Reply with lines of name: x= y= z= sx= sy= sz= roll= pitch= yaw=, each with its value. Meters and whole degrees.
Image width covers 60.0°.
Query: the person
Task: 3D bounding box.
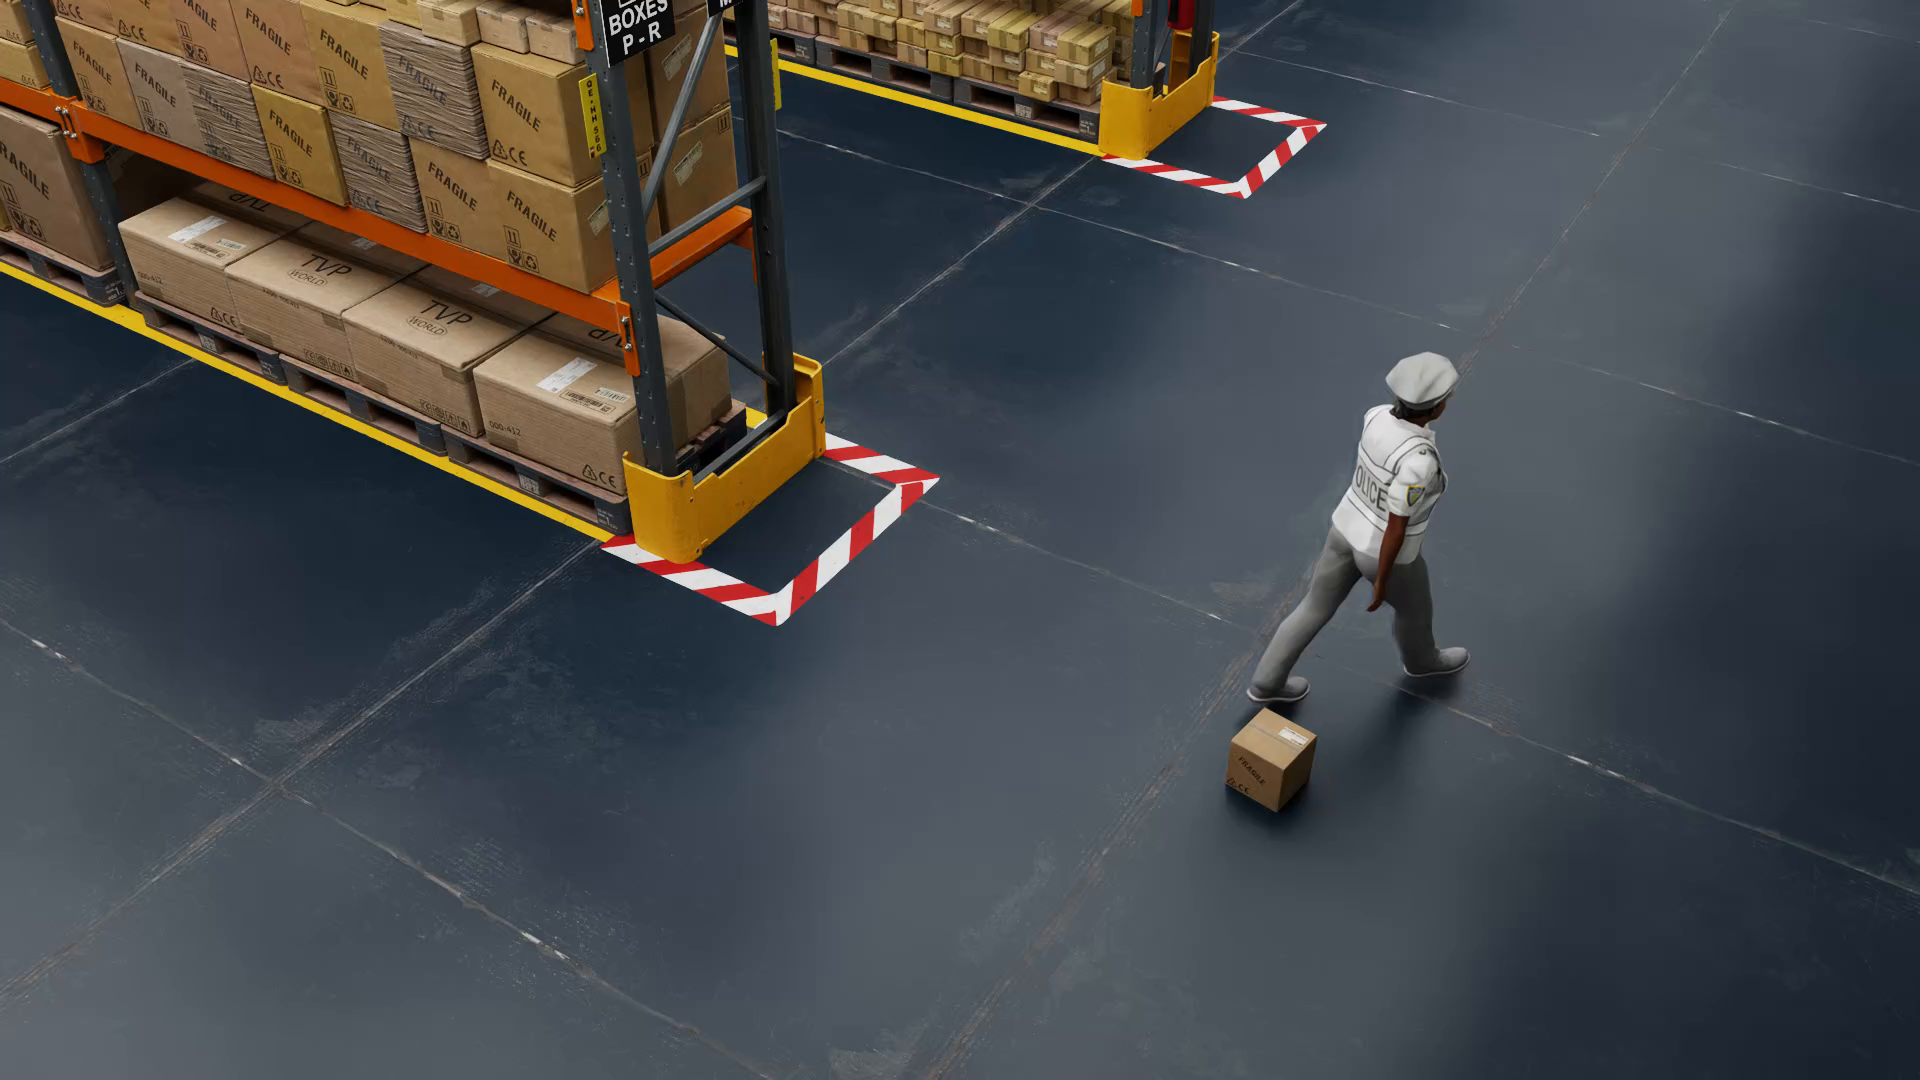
person: x=1.698 y=-0.026 z=6.700 sx=1.032 sy=1.618 sz=0.476 roll=-15 pitch=41 yaw=-18
